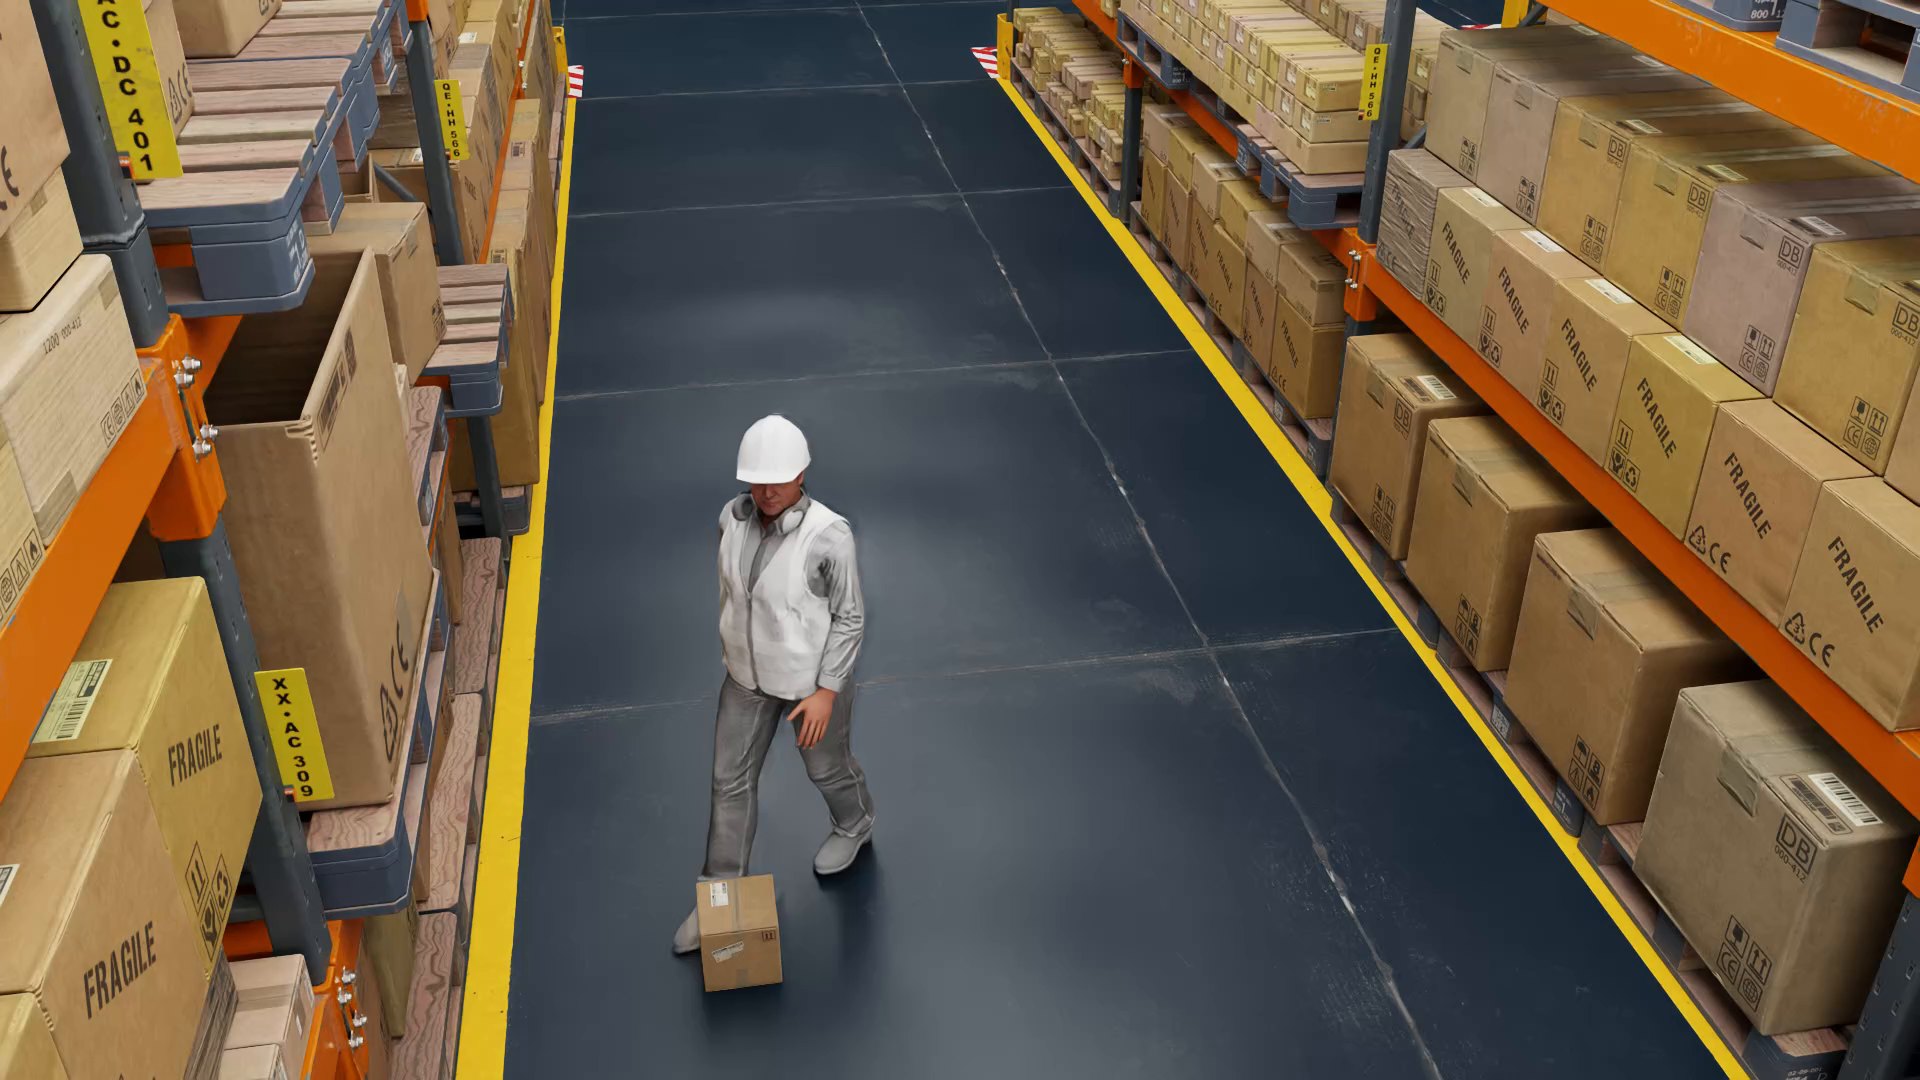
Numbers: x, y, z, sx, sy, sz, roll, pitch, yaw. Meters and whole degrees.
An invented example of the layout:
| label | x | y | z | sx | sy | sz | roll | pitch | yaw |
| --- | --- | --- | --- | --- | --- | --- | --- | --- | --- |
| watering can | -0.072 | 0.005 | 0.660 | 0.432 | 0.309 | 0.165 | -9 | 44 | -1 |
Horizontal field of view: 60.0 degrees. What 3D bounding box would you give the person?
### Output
| label | x | y | z | sx | sy | sz | roll | pitch | yaw |
| --- | --- | --- | --- | --- | --- | --- | --- | --- | --- |
| person | -0.637 | 0.463 | 5.333 | 0.615 | 1.743 | 0.885 | 16 | 34 | 25 |
